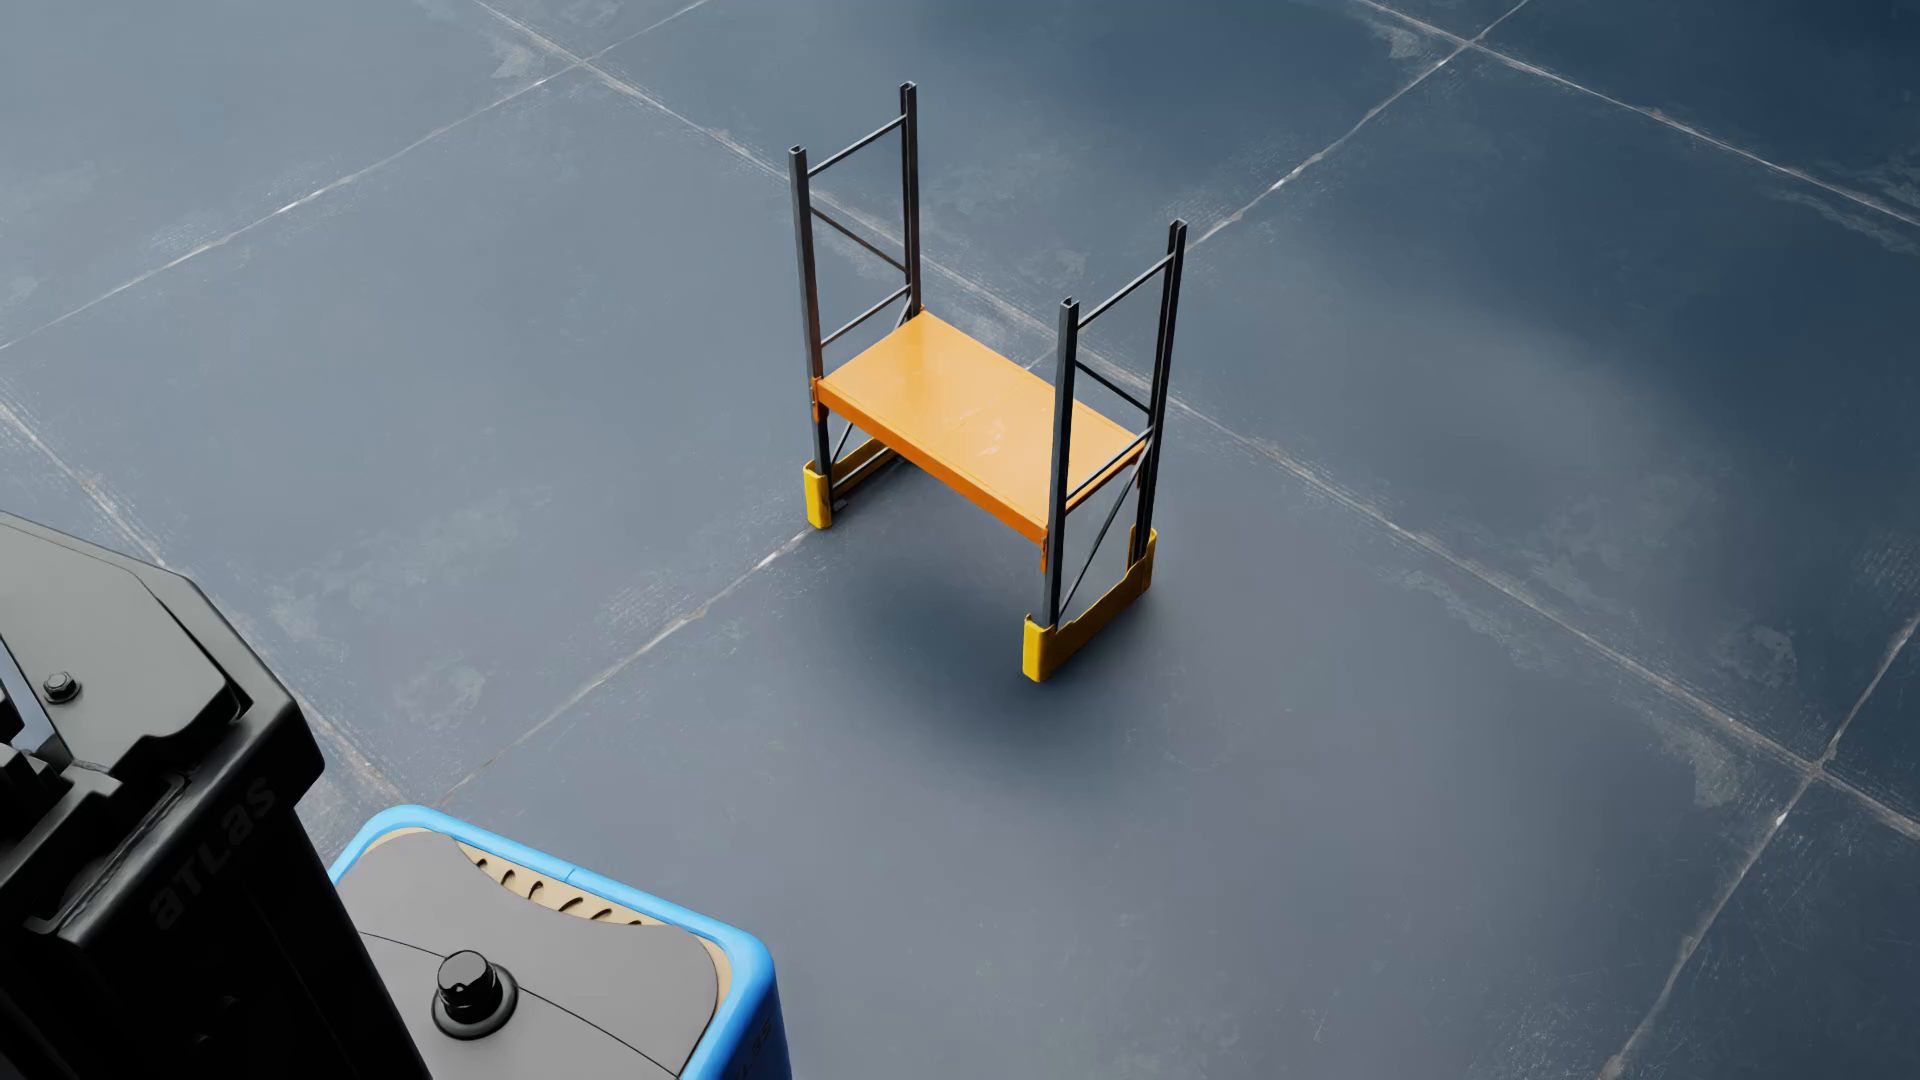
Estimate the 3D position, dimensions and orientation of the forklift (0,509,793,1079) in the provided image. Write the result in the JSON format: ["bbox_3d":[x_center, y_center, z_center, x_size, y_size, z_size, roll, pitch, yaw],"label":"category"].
[{"bbox_3d":[-1.414,1.435,2.393,1.130,2.935,3.031,17,49,15],"label":"forklift"}]

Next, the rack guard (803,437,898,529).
[{"bbox_3d":[-0.310,-0.294,5.855,0.087,0.250,0.587,34,55,28],"label":"rack guard"}]

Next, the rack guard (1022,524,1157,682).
[{"bbox_3d":[0.422,0.198,5.392,0.087,0.250,0.587,34,55,28],"label":"rack guard"}]

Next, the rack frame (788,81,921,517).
[{"bbox_3d":[-0.311,-0.723,5.400,0.032,1.500,0.500,34,55,28],"label":"rack frame"}]

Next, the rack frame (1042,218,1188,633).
[{"bbox_3d":[0.436,-0.220,4.928,0.032,1.500,0.500,34,55,28],"label":"rack frame"}]

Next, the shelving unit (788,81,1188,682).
[{"bbox_3d":[0.056,-0.476,5.168,1.083,1.500,0.587,34,55,28],"label":"shelving unit"}]

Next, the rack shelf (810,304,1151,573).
[{"bbox_3d":[0.063,-0.348,5.295,1.000,0.185,0.538,34,55,28],"label":"rack shelf"}]
